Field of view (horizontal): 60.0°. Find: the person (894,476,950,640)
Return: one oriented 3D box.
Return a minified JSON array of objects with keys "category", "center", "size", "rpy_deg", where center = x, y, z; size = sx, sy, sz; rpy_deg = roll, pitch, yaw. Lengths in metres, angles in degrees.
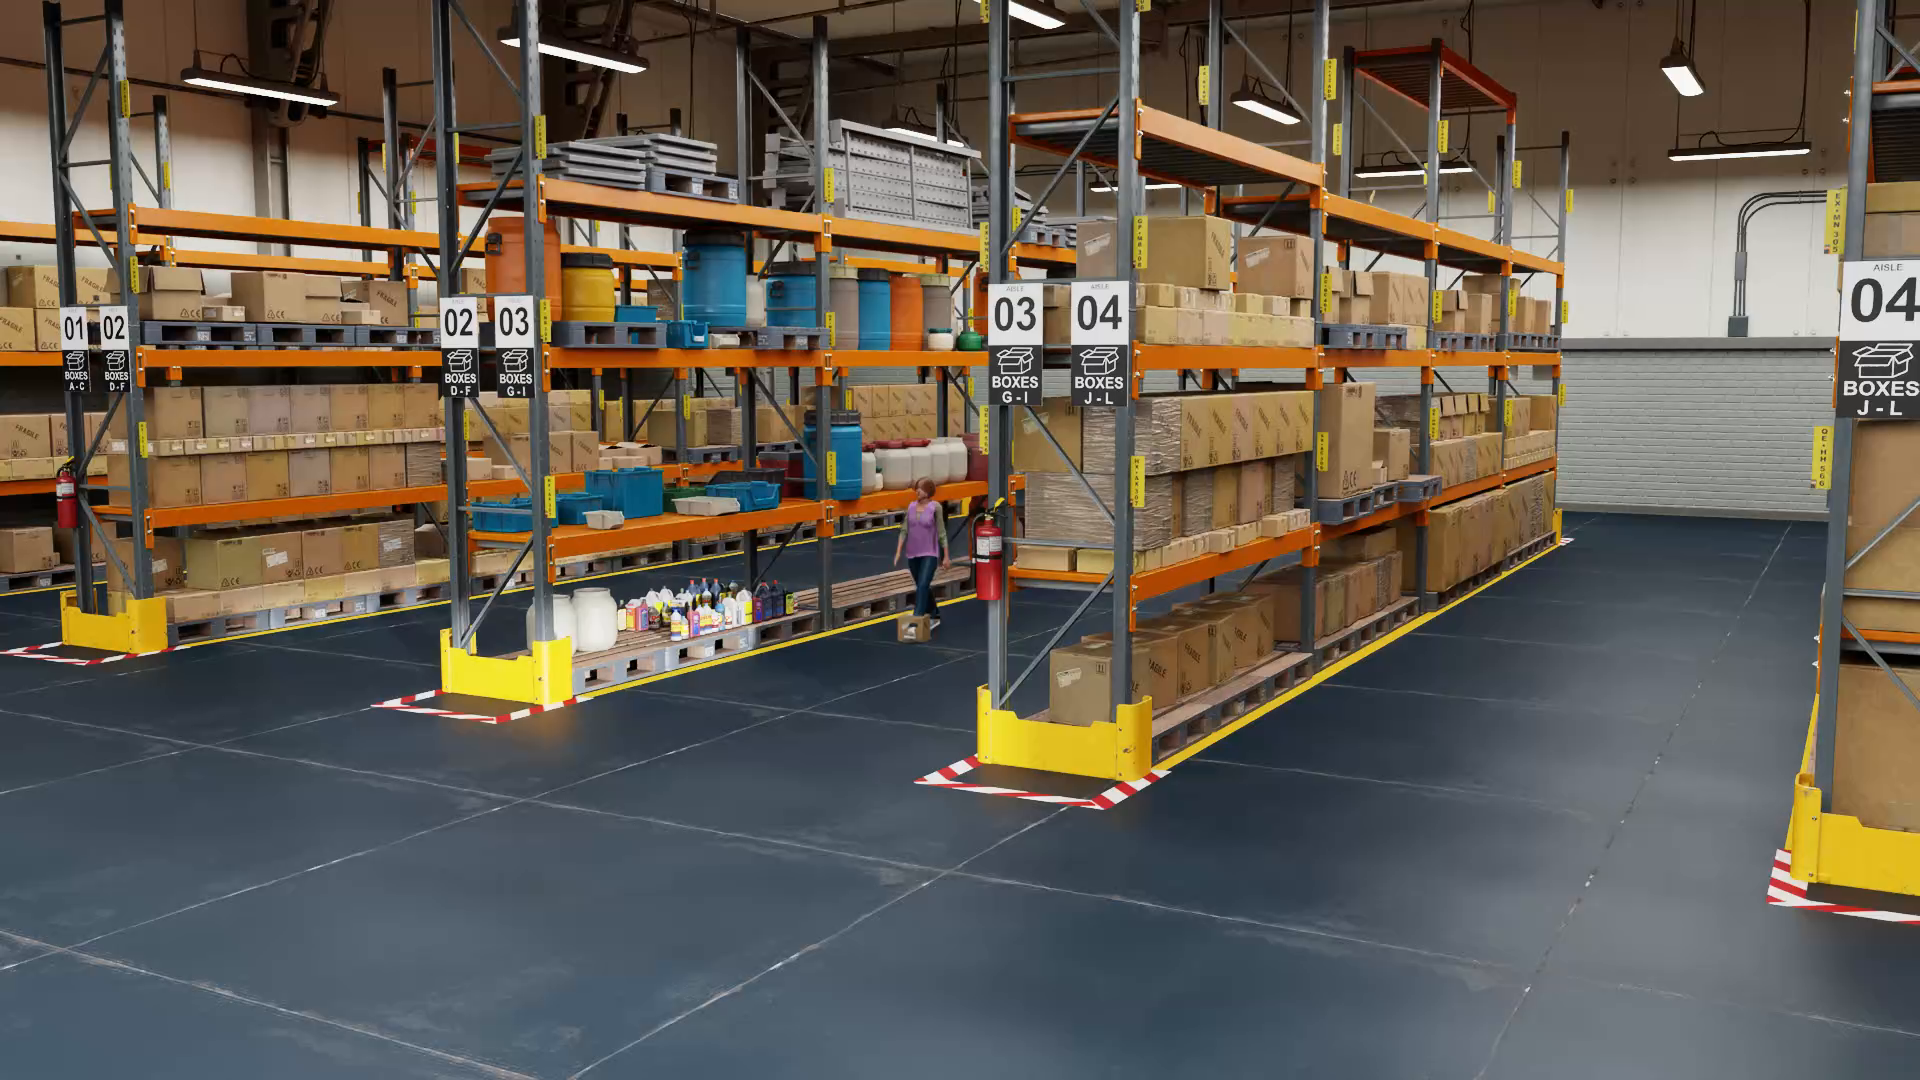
[{"category":"person","center":[-0.397,0.151,16.207],"size":[0.450,1.536,0.951],"rpy_deg":[4,7,30]}]
